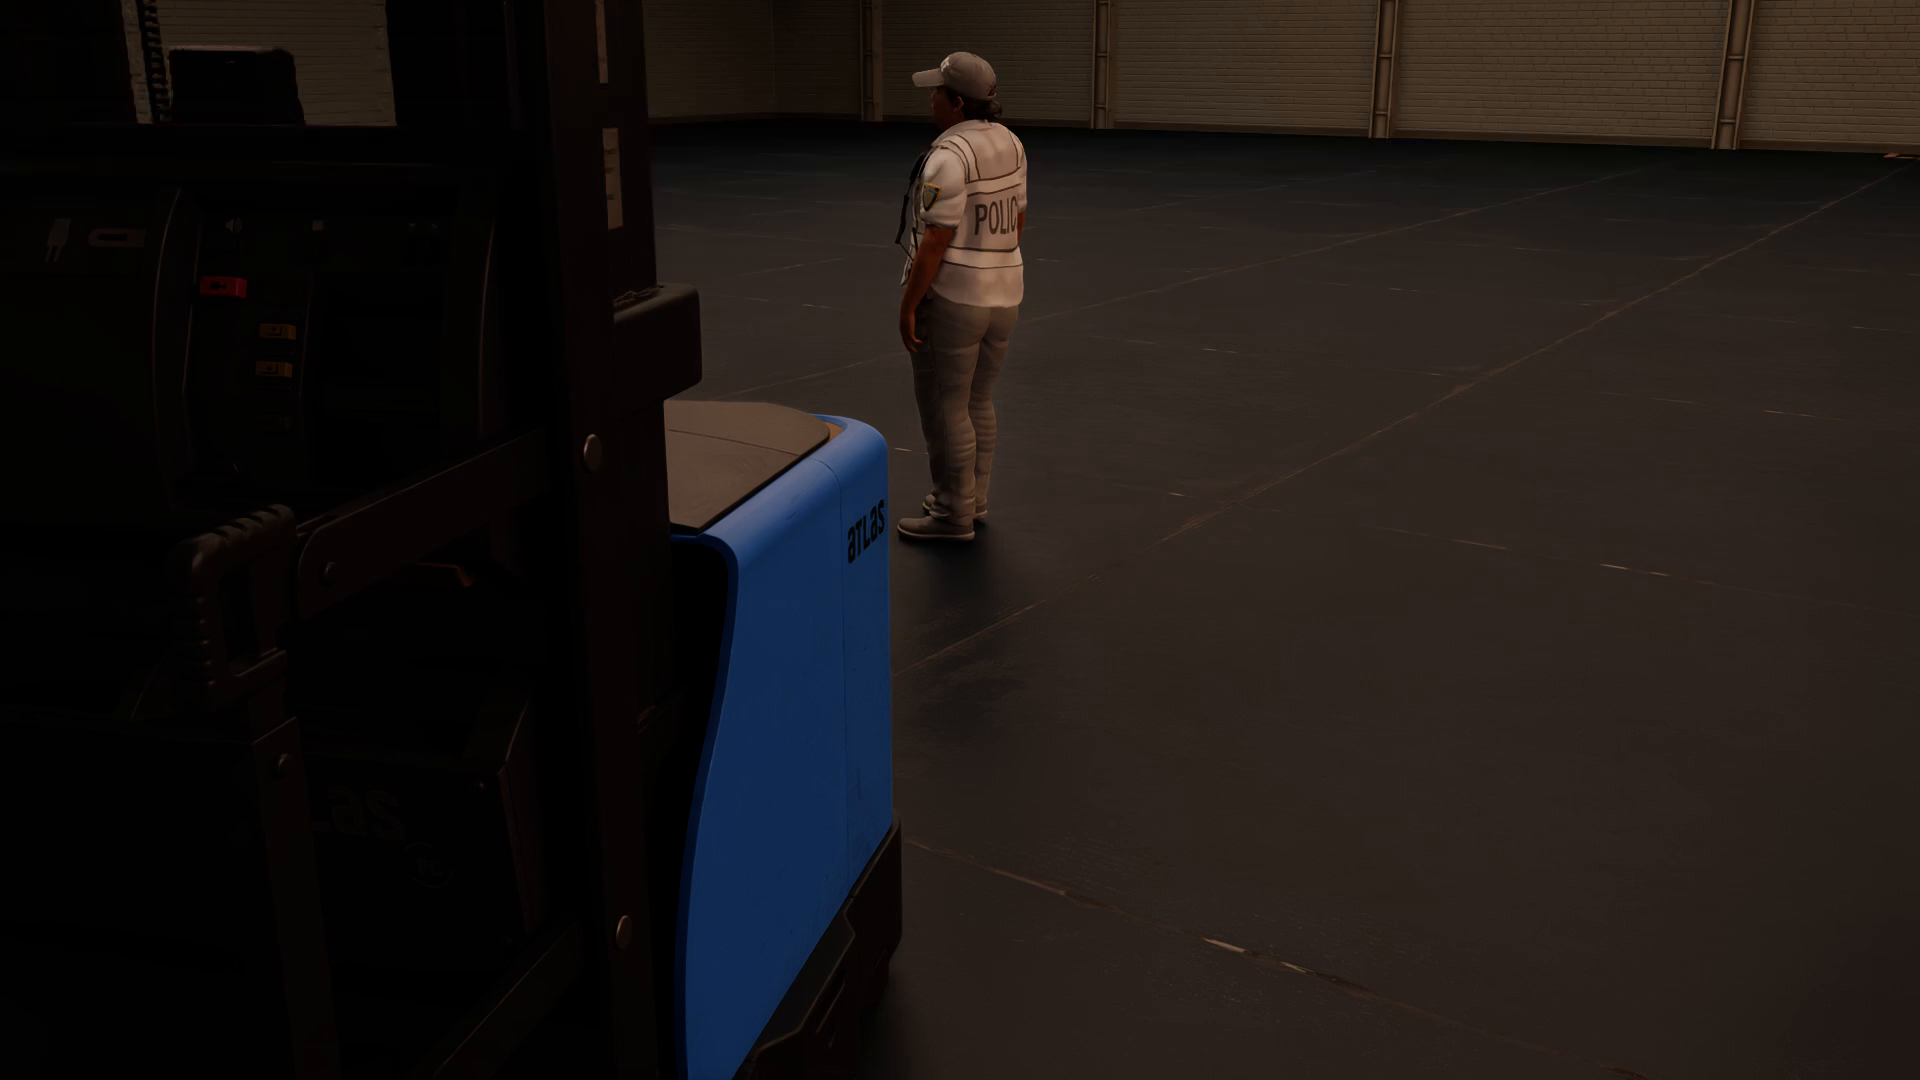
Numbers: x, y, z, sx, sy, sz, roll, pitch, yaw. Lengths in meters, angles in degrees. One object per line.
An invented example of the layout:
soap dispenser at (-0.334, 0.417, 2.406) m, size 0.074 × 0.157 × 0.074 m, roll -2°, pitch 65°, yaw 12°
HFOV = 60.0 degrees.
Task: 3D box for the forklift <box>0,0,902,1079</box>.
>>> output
forklift at (-0.959, -0.218, 1.560) m, size 1.130 × 2.935 × 3.031 m, roll 4°, pitch 17°, yaw 13°

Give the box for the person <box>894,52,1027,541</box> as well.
person at (-0.050, -0.819, 5.768) m, size 0.529 × 1.659 × 0.599 m, roll 11°, pitch 20°, yaw 33°
